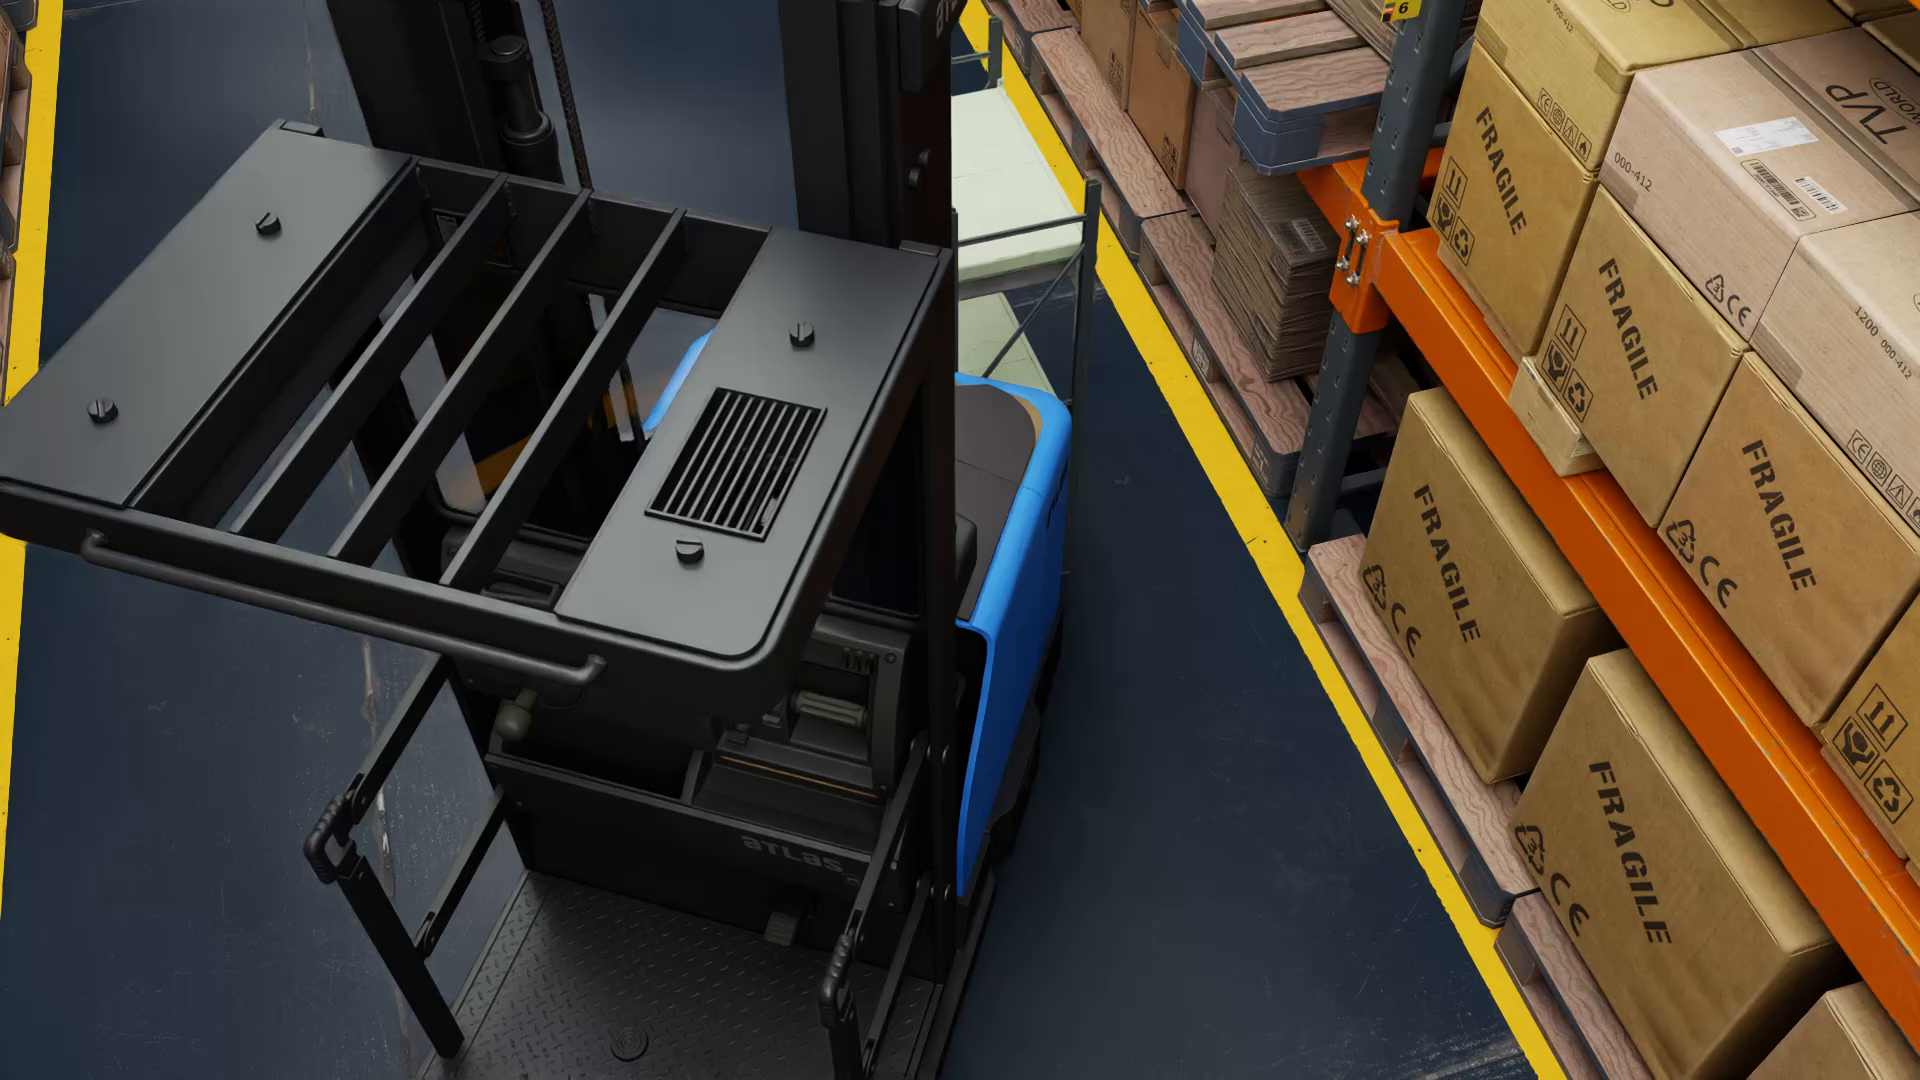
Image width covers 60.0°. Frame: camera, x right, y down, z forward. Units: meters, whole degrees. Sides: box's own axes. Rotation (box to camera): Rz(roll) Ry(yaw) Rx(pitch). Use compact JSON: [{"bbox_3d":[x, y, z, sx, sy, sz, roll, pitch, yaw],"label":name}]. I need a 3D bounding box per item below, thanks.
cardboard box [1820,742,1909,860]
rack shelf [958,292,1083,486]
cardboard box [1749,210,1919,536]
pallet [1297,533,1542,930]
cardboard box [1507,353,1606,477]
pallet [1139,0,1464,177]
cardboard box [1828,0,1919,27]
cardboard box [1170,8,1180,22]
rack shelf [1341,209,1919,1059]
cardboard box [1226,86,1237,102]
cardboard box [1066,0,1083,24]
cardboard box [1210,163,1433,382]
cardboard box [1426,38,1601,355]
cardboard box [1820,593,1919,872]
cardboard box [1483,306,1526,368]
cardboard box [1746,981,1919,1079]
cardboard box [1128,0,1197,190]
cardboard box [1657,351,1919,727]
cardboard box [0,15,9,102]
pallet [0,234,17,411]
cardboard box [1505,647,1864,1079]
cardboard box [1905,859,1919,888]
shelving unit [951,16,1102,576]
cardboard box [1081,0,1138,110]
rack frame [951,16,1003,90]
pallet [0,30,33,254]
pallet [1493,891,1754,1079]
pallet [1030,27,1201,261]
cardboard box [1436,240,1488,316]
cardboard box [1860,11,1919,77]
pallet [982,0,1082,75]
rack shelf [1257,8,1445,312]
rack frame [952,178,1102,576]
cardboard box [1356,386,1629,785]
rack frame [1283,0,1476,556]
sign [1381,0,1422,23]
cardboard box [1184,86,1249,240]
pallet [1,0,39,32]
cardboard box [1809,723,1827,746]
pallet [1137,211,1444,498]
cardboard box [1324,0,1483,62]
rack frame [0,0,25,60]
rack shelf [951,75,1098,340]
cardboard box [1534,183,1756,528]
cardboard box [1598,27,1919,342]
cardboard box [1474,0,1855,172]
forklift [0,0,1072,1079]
[{"bbox_3d":[1.863,0.408,3.095,0.380,0.149,0.250,-13,51,-11],"label":"cardboard box"},{"bbox_3d":[0.036,-0.396,5.029,0.431,0.370,0.720,-14,51,-12],"label":"rack shelf"},{"bbox_3d":[1.722,-0.307,2.783,0.500,0.250,0.500,-13,51,-11],"label":"cardboard box"},{"bbox_3d":[1.684,0.415,4.762,1.003,0.211,1.213,-13,51,-11],"label":"pallet"},{"bbox_3d":[1.463,-0.311,3.701,0.380,0.149,0.250,-12,51,-10],"label":"cardboard box"},{"bbox_3d":[1.210,-1.512,4.688,1.213,0.211,1.003,-13,51,-11],"label":"pallet"},{"bbox_3d":[1.904,-1.181,3.520,0.500,0.250,0.500,-12,51,-10],"label":"cardboard box"},{"bbox_3d":[0.994,-1.974,5.809,0.500,0.250,0.500,-14,51,-11],"label":"cardboard box"},{"bbox_3d":[2.114,0.616,3.240,1.077,0.370,4.000,-13,51,-11],"label":"rack shelf"},{"bbox_3d":[1.151,-1.599,5.493,0.500,0.250,0.500,-12,51,-10],"label":"cardboard box"},{"bbox_3d":[0.774,-2.435,6.688,0.700,0.500,0.500,-14,51,-12],"label":"cardboard box"},{"bbox_3d":[1.260,-0.927,5.417,0.700,0.500,0.500,-13,51,-10],"label":"cardboard box"},{"bbox_3d":[1.422,-0.799,3.689,0.500,0.500,0.500,-12,51,-10],"label":"cardboard box"},{"bbox_3d":[1.875,0.327,2.740,0.500,0.500,0.500,-12,51,-10],"label":"cardboard box"},{"bbox_3d":[1.465,-0.524,3.881,0.380,0.149,0.250,-13,51,-10],"label":"cardboard box"},{"bbox_3d":[2.123,1.308,3.317,0.750,0.750,0.750,-12,51,-10],"label":"cardboard box"},{"bbox_3d":[1.045,-1.686,6.057,0.700,0.500,0.500,-14,51,-11],"label":"cardboard box"},{"bbox_3d":[1.713,-0.052,3.059,0.500,0.500,0.500,-14,51,-11],"label":"cardboard box"},{"bbox_3d":[-3.992,-1.888,6.403,0.500,0.250,0.500,-14,51,-11],"label":"cardboard box"},{"bbox_3d":[-3.772,-0.555,5.580,1.003,0.211,1.213,-13,51,-11],"label":"pallet"},{"bbox_3d":[1.868,0.688,3.839,0.750,0.750,0.750,-14,51,-11],"label":"cardboard box"},{"bbox_3d":[1.934,0.602,2.932,0.380,0.149,0.250,-12,51,-10],"label":"cardboard box"},{"bbox_3d":[0.036,-0.606,4.780,0.431,1.500,0.755,-14,51,-12],"label":"shelving unit"},{"bbox_3d":[0.886,-2.053,6.366,0.700,0.500,0.500,-13,51,-11],"label":"cardboard box"},{"bbox_3d":[-0.078,-0.872,5.004,0.400,1.500,0.023,-14,51,-12],"label":"rack frame"},{"bbox_3d":[-4.136,-1.448,6.332,1.003,0.211,1.213,-13,51,-11],"label":"pallet"},{"bbox_3d":[2.041,1.304,4.013,1.003,0.211,1.213,-13,51,-11],"label":"pallet"},{"bbox_3d":[0.936,-1.639,6.494,1.003,0.211,1.213,-13,51,-11],"label":"pallet"},{"bbox_3d":[1.399,-0.710,4.038,0.380,0.149,0.250,-14,51,-12],"label":"cardboard box"},{"bbox_3d":[2.054,-0.802,3.200,0.500,0.250,0.500,-15,51,-12],"label":"cardboard box"},{"bbox_3d":[0.571,-2.531,7.246,1.003,0.211,1.213,-13,51,-11],"label":"pallet"},{"bbox_3d":[0.931,-2.306,5.703,1.077,0.370,4.000,-13,51,-11],"label":"rack shelf"},{"bbox_3d":[0.150,-0.340,4.556,0.400,1.500,0.023,-14,51,-12],"label":"rack frame"},{"bbox_3d":[1.615,0.047,4.380,0.750,0.750,0.750,-14,51,-11],"label":"cardboard box"},{"bbox_3d":[1.523,-1.077,4.196,1.000,3.000,0.127,-13,51,-11],"label":"rack frame"},{"bbox_3d":[1.007,-1.295,3.674,0.100,0.325,0.005,-13,51,-11],"label":"sign"},{"bbox_3d":[1.219,-1.330,5.756,0.700,0.500,0.500,-13,51,-11],"label":"cardboard box"},{"bbox_3d":[-4.587,-2.567,7.276,1.003,0.211,1.213,-13,51,-11],"label":"pallet"},{"bbox_3d":[1.806,0.224,3.251,0.380,0.149,0.250,-13,51,-10],"label":"cardboard box"},{"bbox_3d":[1.293,-0.749,5.744,1.003,0.211,1.213,-13,51,-11],"label":"pallet"},{"bbox_3d":[1.374,-1.592,4.277,0.700,0.500,0.500,-19,52,-15],"label":"cardboard box"},{"bbox_3d":[-4.391,-2.876,5.712,1.000,3.000,0.127,-13,51,-11],"label":"rack frame"},{"bbox_3d":[0.036,-0.857,4.481,0.431,0.370,0.720,-14,51,-12],"label":"rack shelf"},{"bbox_3d":[1.568,-0.414,3.364,0.500,0.500,0.500,-12,51,-10],"label":"cardboard box"},{"bbox_3d":[1.570,-0.671,3.090,0.500,0.250,0.500,-14,51,-11],"label":"cardboard box"},{"bbox_3d":[1.419,-1.042,3.403,0.500,0.250,0.500,-12,51,-10],"label":"cardboard box"},{"bbox_3d":[-0.613,0.360,3.030,1.130,2.935,3.031,13,51,11],"label":"forklift"}]
